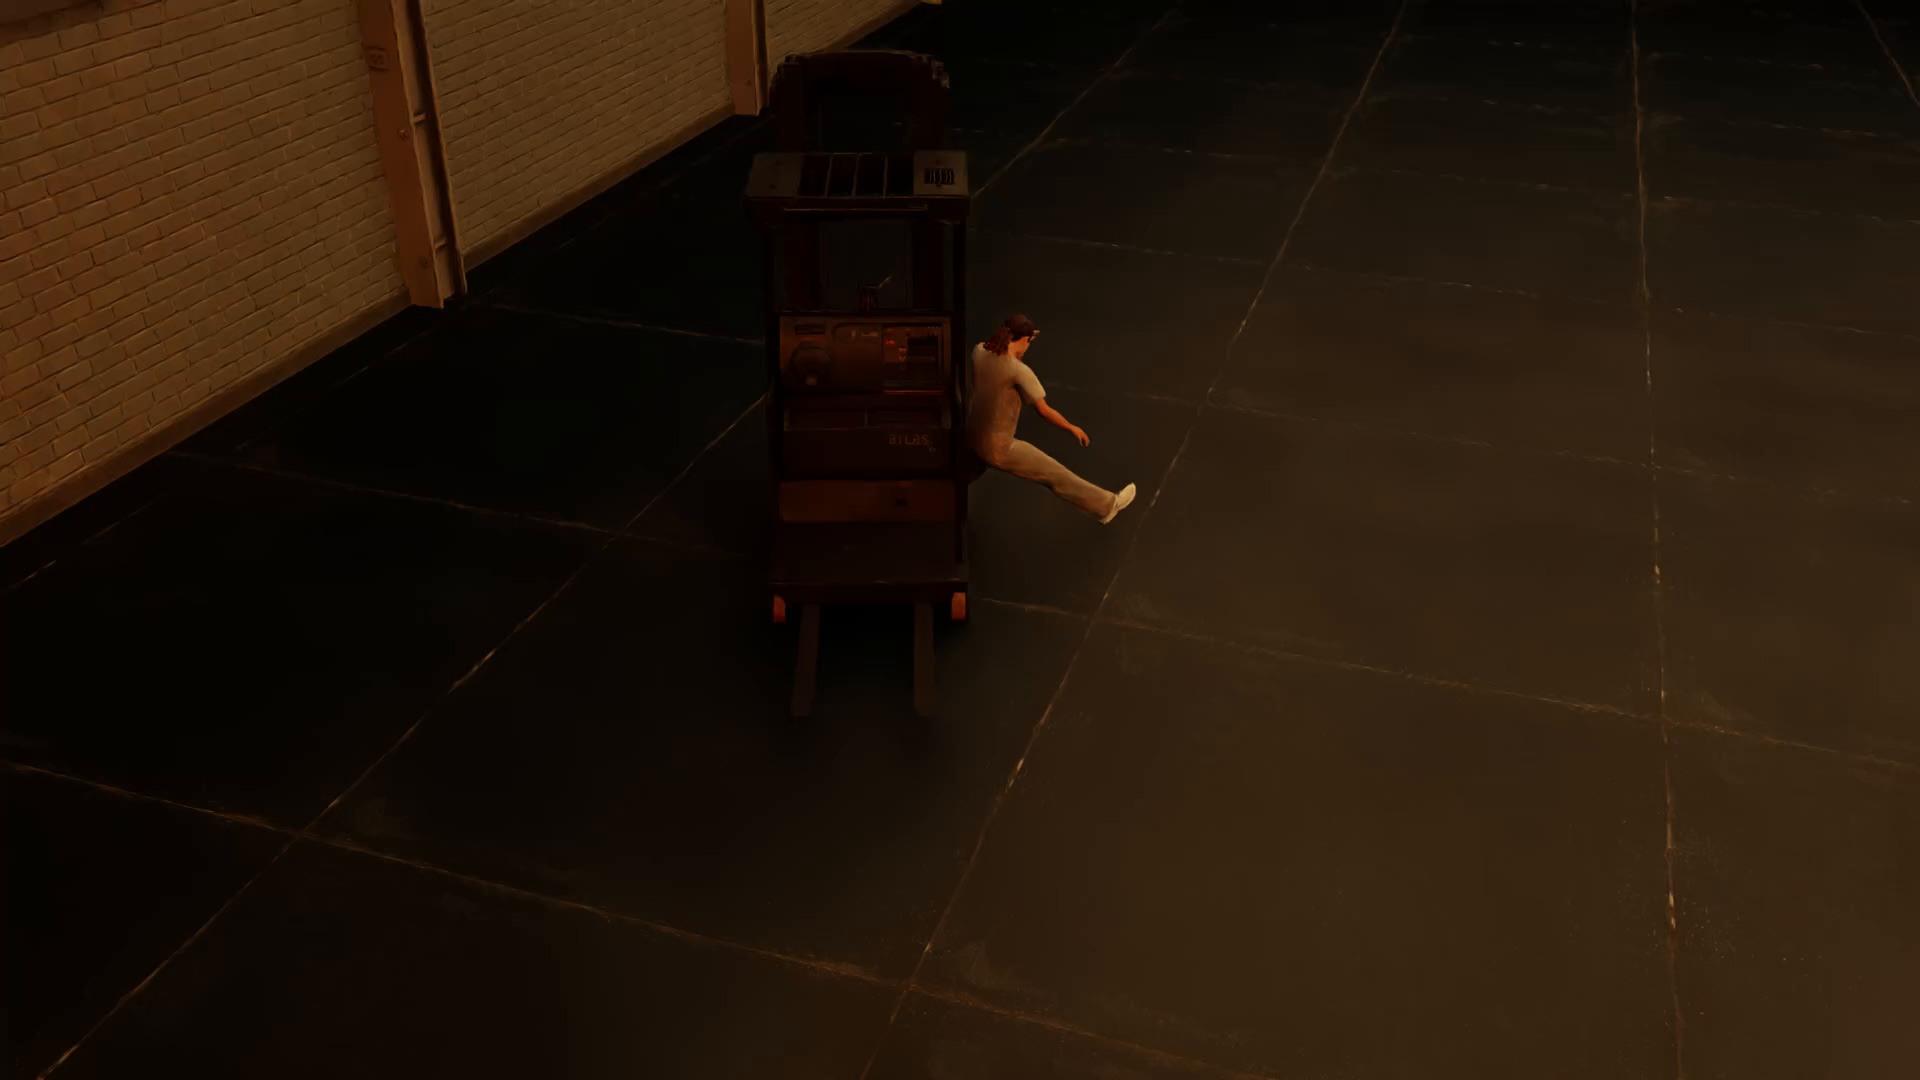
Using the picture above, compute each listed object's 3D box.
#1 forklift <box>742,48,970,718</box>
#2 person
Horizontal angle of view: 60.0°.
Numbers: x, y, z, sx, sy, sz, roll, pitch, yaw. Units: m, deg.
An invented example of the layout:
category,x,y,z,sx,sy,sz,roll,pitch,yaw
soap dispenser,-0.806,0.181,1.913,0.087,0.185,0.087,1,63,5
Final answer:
category,x,y,z,sx,sy,sz,roll,pitch,yaw
forklift,-0.508,-0.969,8.836,1.130,2.935,3.031,-1,30,-1
person,0.364,-0.716,9.965,1.084,1.376,0.983,-19,35,-30
